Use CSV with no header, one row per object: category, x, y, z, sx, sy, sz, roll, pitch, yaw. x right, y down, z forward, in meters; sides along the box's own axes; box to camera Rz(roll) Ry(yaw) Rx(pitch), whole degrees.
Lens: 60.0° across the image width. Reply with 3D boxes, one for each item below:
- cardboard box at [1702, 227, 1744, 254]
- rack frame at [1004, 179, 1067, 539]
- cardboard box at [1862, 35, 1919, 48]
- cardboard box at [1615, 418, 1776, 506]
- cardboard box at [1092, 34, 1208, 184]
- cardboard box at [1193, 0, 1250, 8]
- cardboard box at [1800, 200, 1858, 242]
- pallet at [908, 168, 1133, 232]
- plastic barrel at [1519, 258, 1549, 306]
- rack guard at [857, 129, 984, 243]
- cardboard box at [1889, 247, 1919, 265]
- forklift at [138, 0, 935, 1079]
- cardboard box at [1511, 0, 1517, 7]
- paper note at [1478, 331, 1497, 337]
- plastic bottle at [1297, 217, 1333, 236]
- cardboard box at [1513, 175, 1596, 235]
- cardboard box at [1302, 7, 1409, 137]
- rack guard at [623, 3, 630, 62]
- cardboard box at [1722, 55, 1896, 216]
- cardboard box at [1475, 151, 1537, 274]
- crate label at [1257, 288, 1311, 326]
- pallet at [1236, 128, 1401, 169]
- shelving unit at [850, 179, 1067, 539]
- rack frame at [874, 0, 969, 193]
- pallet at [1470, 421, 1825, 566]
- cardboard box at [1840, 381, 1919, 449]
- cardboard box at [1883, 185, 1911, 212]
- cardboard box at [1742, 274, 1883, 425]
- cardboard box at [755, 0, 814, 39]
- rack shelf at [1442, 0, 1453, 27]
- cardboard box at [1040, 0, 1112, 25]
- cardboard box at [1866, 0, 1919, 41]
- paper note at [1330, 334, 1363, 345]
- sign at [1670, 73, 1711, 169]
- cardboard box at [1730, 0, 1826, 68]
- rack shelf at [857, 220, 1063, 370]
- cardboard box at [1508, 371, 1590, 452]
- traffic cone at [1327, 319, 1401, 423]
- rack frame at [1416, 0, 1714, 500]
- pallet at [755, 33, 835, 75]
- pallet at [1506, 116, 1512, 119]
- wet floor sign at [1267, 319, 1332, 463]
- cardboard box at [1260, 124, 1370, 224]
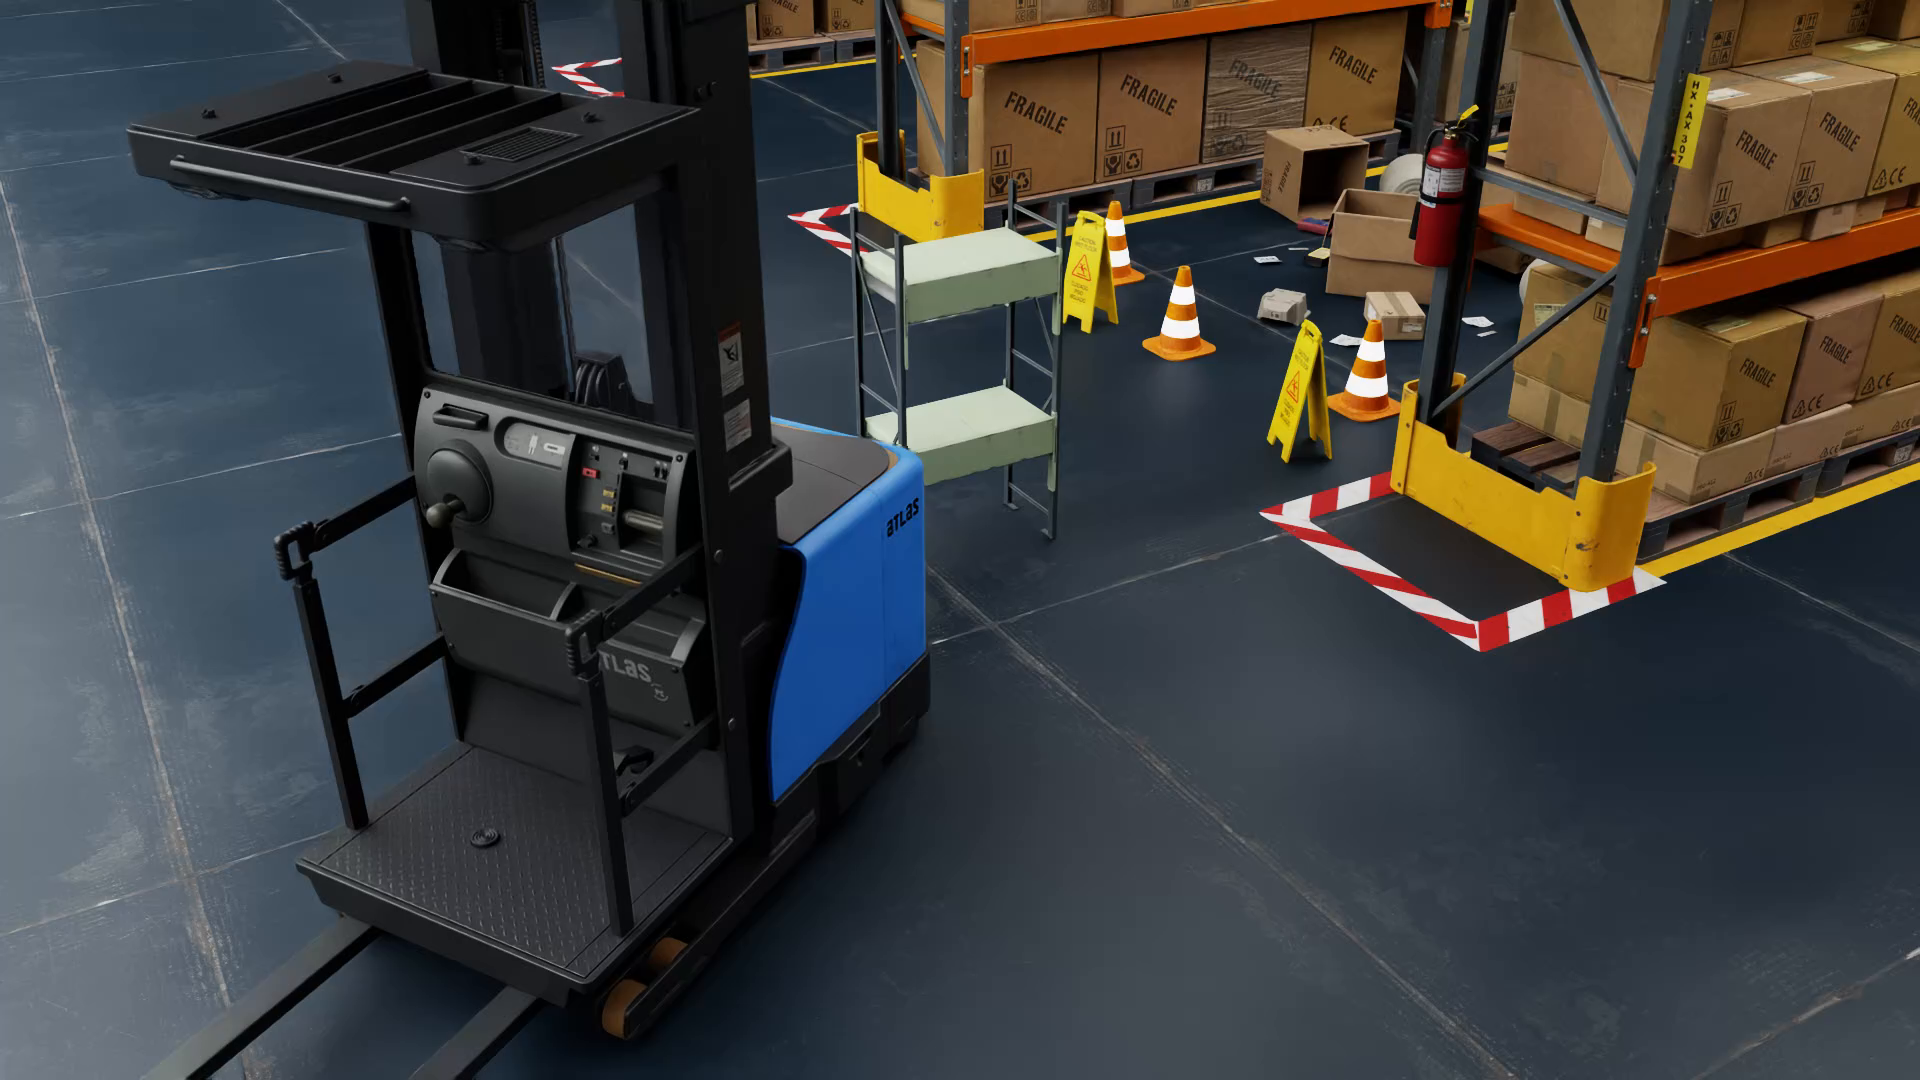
cardboard box,2.955,-1.307,6.774,0.250,0.149,0.380,-15,32,-26
rack frame,0.310,-0.745,7.047,0.023,1.500,0.400,-16,33,-26
cardboard box,4.213,-1.908,7.191,0.500,0.500,0.500,-17,33,-27
cardboard box,3.182,-0.415,7.308,0.500,0.250,0.500,-16,33,-27
cardboard box,1.060,-3.053,11.442,0.875,0.875,0.875,-16,33,-27
cardboard box,1.494,-3.940,11.131,0.500,0.550,0.875,-16,33,-26
cardboard box,3.466,-1.381,6.908,0.250,0.149,0.380,-15,32,-26
pallet,0.401,-2.397,11.375,1.213,0.211,1.003,-16,33,-26
plastic barrel,3.360,-1.361,9.277,0.421,0.421,0.512,5,29,8
rack guard,-0.269,-2.289,10.881,0.348,0.500,1.175,-16,33,-26
cardboard box,4.544,-1.133,7.833,0.500,0.500,0.500,-14,32,-24
forklift,-1.223,-0.136,4.462,1.130,2.935,3.031,14,32,24
cardboard box,4.523,-3.992,13.272,0.750,0.750,1.050,-16,33,-26
paper note,2.961,-1.159,9.340,0.123,0.001,0.032,-16,33,-26
plastic bottle,2.369,-2.049,10.899,0.283,0.061,0.133,22,36,34
cardboard box,2.560,-1.423,6.984,0.250,0.149,0.380,-15,32,-25
cardboard box,2.622,-3.498,12.248,0.875,0.875,0.875,-15,32,-26
rack guard,-2.609,-4.405,14.714,0.348,0.500,1.175,-16,33,-26
cardboard box,3.340,-1.655,6.733,0.500,0.500,0.500,-15,32,-25
cardboard box,3.380,-2.036,10.278,0.503,0.637,0.797,-16,33,-26
crate label,1.854,-1.339,9.535,0.250,0.136,0.298,15,32,26
pallet,2.505,-2.994,12.457,1.213,0.211,1.003,-16,33,-26
shelving unit,-0.006,-0.655,6.885,0.755,1.500,0.431,-16,33,-26
rack frame,-0.249,-3.390,10.288,0.127,3.000,1.000,-16,33,-26
pallet,3.130,-0.334,7.637,1.213,0.211,1.003,-16,33,-26
cardboard box,4.090,-0.675,7.780,0.500,0.250,0.500,-14,32,-23
cardboard box,3.870,-1.548,7.211,0.250,0.149,0.380,-15,32,-25
cardboard box,3.651,-0.879,7.373,0.500,0.500,0.500,-17,33,-28
cardboard box,-1.629,-4.877,15.134,0.500,0.500,0.500,-8,30,-13
rack shelf,4.924,-4.543,13.123,4.000,0.370,1.077,-16,33,-26
cardboard box,0.512,-3.709,10.711,0.550,0.550,0.875,-16,33,-26
cardboard box,4.004,-2.533,7.289,0.500,0.500,0.700,-16,33,-27
paper note,2.153,-1.113,9.235,0.148,0.019,0.142,22,36,34
sign,2.621,-1.505,5.977,0.005,0.325,0.100,-16,33,-26
cardboard box,3.116,-2.301,6.868,0.500,0.500,0.700,-16,32,-26
rack shelf,-0.006,-0.997,6.696,0.720,0.370,0.431,-16,33,-26
cardboard box,2.928,-0.648,7.731,0.500,0.250,0.500,-16,33,-27
traffic cone,2.064,-0.884,8.373,0.334,0.463,0.336,-16,33,-26
rack frame,2.346,-1.352,6.596,0.127,3.000,1.000,-16,33,-26
pallet,-1.890,-4.462,15.118,1.213,0.211,1.003,-16,33,-26
pallet,4.880,-3.669,13.679,1.213,0.211,1.003,-16,33,-26
wet floor sign,1.640,-0.721,7.888,0.232,0.644,0.267,-5,29,-9
cardboard box,2.382,-2.468,11.202,0.500,0.500,0.500,-10,30,-18
